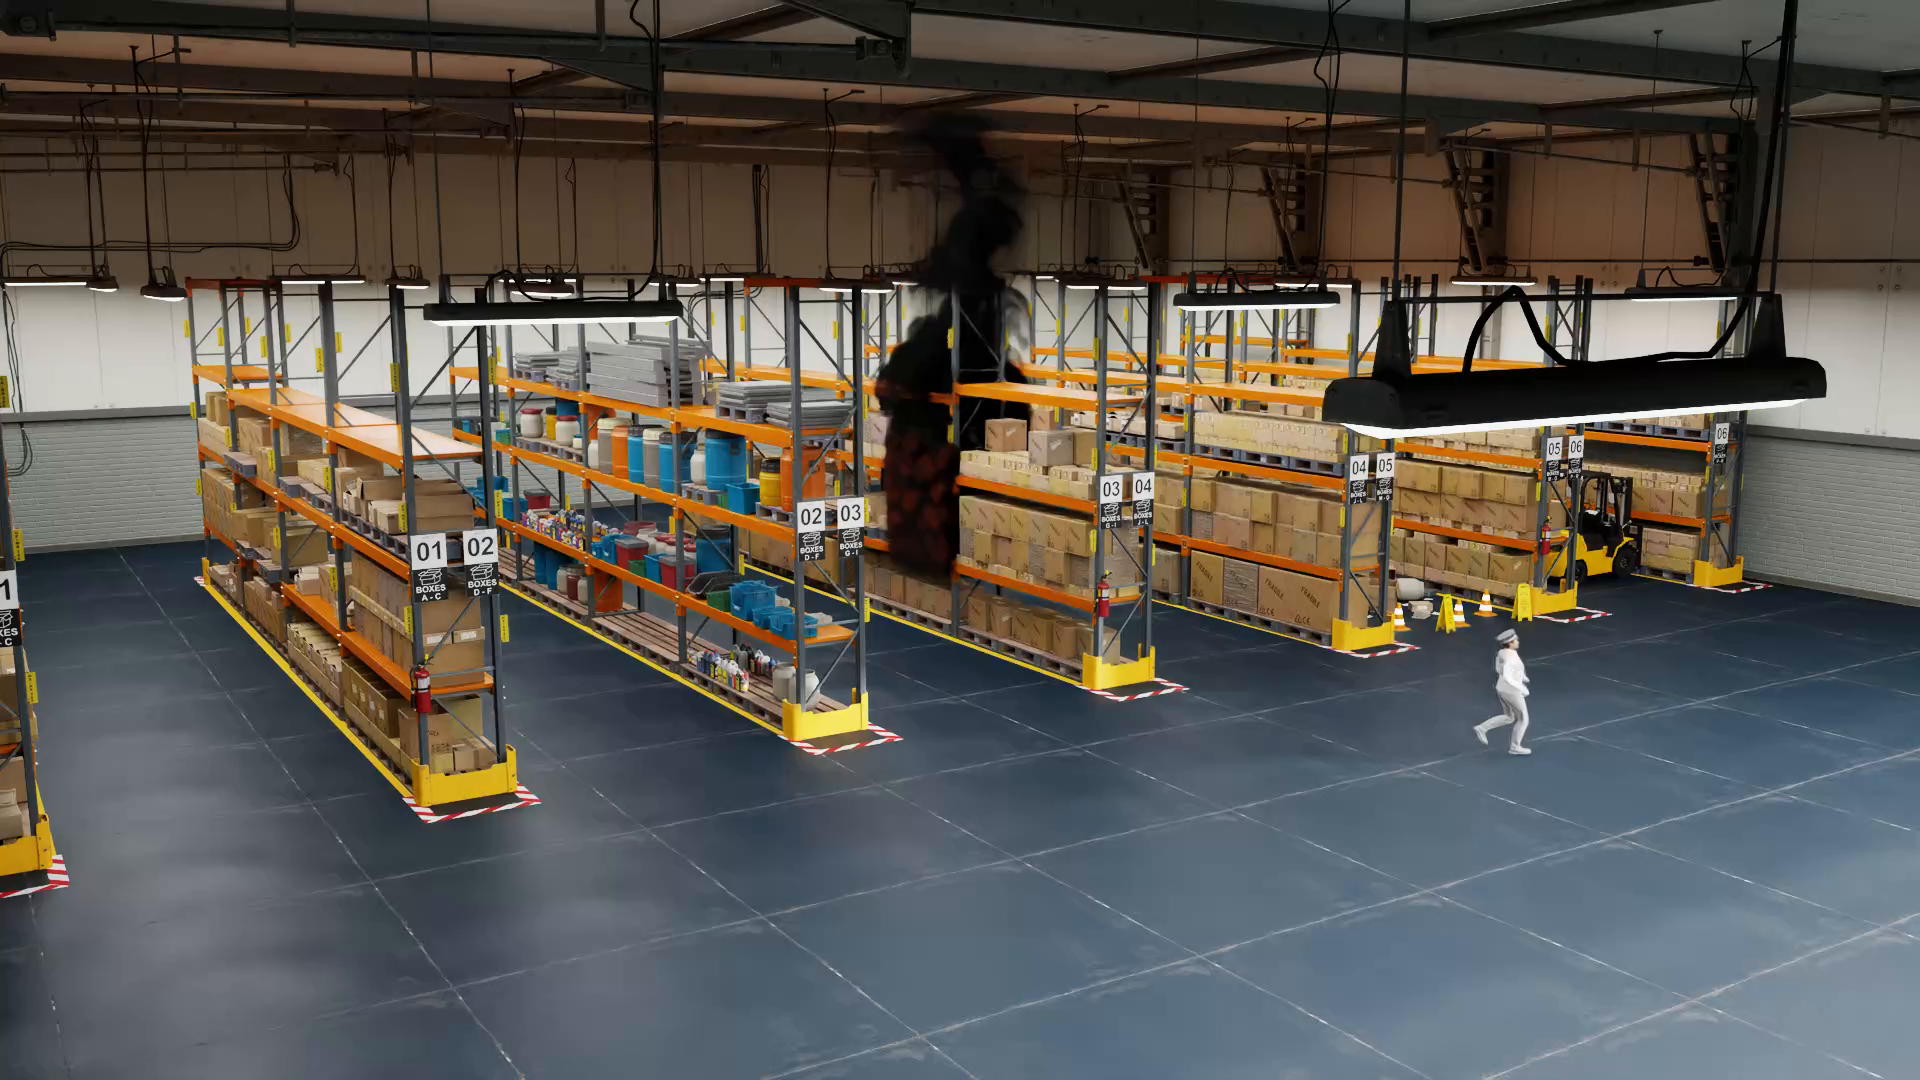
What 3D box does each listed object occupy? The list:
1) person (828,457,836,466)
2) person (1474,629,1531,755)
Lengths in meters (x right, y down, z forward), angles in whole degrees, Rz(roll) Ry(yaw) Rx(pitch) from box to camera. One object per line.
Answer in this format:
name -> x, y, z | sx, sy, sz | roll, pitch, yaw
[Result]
person -> -3.197, -1.300, 40.826 | 0.622, 1.617, 0.841 | 4, 10, 23
person -> 7.037, 1.953, 21.413 | 0.717, 1.654, 0.622 | 0, 10, 1
